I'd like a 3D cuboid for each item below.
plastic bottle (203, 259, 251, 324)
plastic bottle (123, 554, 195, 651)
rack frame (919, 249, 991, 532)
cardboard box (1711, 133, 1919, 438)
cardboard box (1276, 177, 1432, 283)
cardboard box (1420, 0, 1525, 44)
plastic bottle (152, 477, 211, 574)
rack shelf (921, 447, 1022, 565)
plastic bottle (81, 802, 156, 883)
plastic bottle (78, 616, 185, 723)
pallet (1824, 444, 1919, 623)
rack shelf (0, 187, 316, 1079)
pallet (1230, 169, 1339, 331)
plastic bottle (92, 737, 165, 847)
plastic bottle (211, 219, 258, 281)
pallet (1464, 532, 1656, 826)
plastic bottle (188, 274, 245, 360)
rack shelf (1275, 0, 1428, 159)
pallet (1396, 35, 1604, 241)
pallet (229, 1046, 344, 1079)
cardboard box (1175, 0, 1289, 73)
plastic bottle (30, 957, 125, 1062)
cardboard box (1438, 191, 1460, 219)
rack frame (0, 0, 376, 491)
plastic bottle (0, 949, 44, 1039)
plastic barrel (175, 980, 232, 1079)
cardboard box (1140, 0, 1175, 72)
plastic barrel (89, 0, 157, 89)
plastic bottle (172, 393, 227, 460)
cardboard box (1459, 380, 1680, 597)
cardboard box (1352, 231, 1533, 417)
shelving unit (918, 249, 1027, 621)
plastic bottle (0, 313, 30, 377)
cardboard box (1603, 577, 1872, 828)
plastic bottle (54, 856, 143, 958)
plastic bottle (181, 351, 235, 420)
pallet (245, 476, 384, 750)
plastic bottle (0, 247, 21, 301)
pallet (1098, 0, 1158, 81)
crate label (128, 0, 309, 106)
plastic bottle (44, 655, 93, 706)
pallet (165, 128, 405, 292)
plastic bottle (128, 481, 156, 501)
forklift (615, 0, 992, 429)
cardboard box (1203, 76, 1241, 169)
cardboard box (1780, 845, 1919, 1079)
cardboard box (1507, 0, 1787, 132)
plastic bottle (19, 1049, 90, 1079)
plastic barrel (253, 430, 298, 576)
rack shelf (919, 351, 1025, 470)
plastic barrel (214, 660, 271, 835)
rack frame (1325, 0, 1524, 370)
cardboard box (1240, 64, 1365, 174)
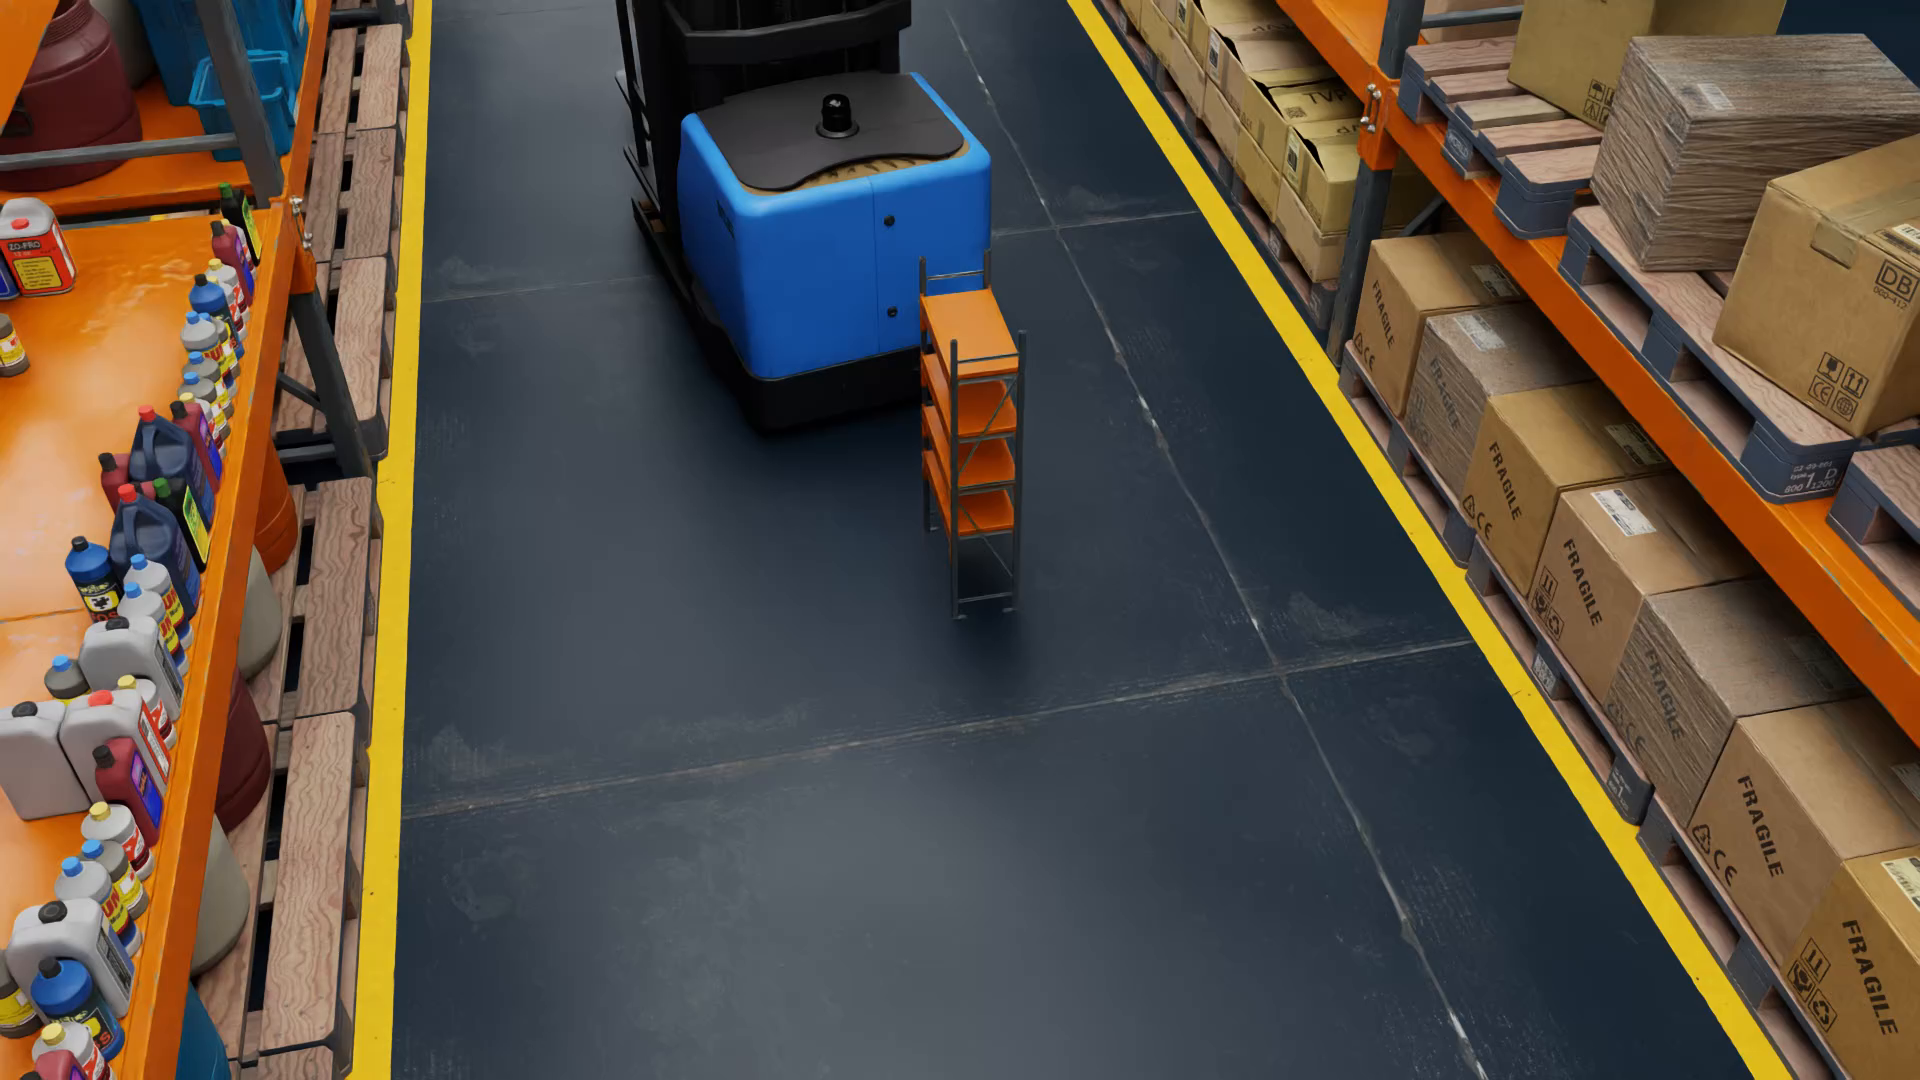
[{"bbox_3d":[-2.204,-0.748,4.983,0.097,0.201,0.097,0,42,0],"label":"plastic bottle"},{"bbox_3d":[-1.898,0.143,3.926,0.097,0.271,0.097,0,42,0],"label":"plastic bottle"},{"bbox_3d":[-0.017,-0.500,5.909,0.240,1.200,0.015,-8,42,-9],"label":"rack frame"},{"bbox_3d":[2.495,-0.696,4.382,0.700,0.500,0.500,-19,45,-20],"label":"cardboard box"},{"bbox_3d":[1.721,-1.392,7.314,0.500,0.250,0.500,-7,42,-8],"label":"cardboard box"},{"bbox_3d":[2.037,-2.166,6.498,0.500,0.311,0.500,-6,42,-7],"label":"cardboard box"},{"bbox_3d":[-1.945,-0.058,4.144,0.061,0.283,0.133,-8,42,-9],"label":"plastic bottle"},{"bbox_3d":[0.036,-0.143,5.907,0.258,0.148,0.480,-8,42,-9],"label":"rack shelf"},{"bbox_3d":[-1.748,0.620,3.442,0.097,0.201,0.097,0,42,0],"label":"plastic bottle"},{"bbox_3d":[-1.879,0.284,3.764,0.152,0.276,0.135,-8,42,-9],"label":"plastic bottle"},{"bbox_3d":[2.871,0.173,3.940,1.003,0.211,1.213,-8,42,-9],"label":"pallet"},{"bbox_3d":[-2.333,0.315,4.177,1.077,0.370,4.000,-8,42,-9],"label":"rack shelf"},{"bbox_3d":[1.933,-1.454,7.729,1.003,0.211,1.213,-8,42,-9],"label":"pallet"},{"bbox_3d":[-1.755,0.512,3.502,0.061,0.283,0.133,-8,42,-9],"label":"plastic bottle"},{"bbox_3d":[-2.253,-0.897,5.151,0.097,0.201,0.097,0,42,0],"label":"plastic bottle"},{"bbox_3d":[2.457,0.364,5.681,1.003,0.211,1.213,-8,42,-9],"label":"pallet"},{"bbox_3d":[-2.162,-0.648,4.817,0.097,0.271,0.097,0,42,0],"label":"plastic bottle"},{"bbox_3d":[1.641,-2.985,7.895,1.077,0.370,4.000,-8,42,-9],"label":"rack shelf"},{"bbox_3d":[2.288,-1.456,5.776,1.213,0.211,1.003,-8,42,-9],"label":"pallet"},{"bbox_3d":[-2.027,1.879,3.974,1.003,0.211,1.213,-8,42,-9],"label":"pallet"},{"bbox_3d":[1.389,-2.589,8.239,0.500,0.311,0.500,-7,42,-8],"label":"cardboard box"},{"bbox_3d":[-1.656,0.870,3.107,0.097,0.271,0.097,0,42,0],"label":"plastic bottle"},{"bbox_3d":[2.247,-1.678,7.213,0.500,0.311,0.500,-7,42,-8],"label":"cardboard box"},{"bbox_3d":[-2.764,-1.250,5.399,1.000,3.000,0.127,-8,42,-9],"label":"rack frame"},{"bbox_3d":[-1.826,0.855,3.177,0.097,0.201,0.097,0,42,0],"label":"plastic bottle"},{"bbox_3d":[-2.155,1.156,3.952,0.600,0.901,0.708,-8,42,-9],"label":"plastic barrel"},{"bbox_3d":[1.278,-2.715,8.804,0.500,0.250,0.500,-10,42,-11],"label":"cardboard box"},{"bbox_3d":[-3.195,-1.928,6.078,0.421,0.512,0.421,0,42,0],"label":"plastic barrel"},{"bbox_3d":[-2.057,-0.306,4.485,0.097,0.201,0.097,0,42,0],"label":"plastic bottle"},{"bbox_3d":[2.114,-0.187,5.753,0.500,0.500,0.500,-9,42,-10],"label":"cardboard box"},{"bbox_3d":[1.892,-0.851,6.501,0.500,0.500,0.500,-7,42,-7],"label":"cardboard box"},{"bbox_3d":[0.036,-0.341,5.731,0.258,1.200,0.503,-8,42,-9],"label":"shelving unit"},{"bbox_3d":[-2.769,-0.579,4.793,0.097,0.201,0.097,0,42,0],"label":"plastic bottle"},{"bbox_3d":[2.344,0.480,5.001,0.500,0.500,0.500,-8,42,-9],"label":"cardboard box"},{"bbox_3d":[-1.706,0.720,3.276,0.097,0.271,0.097,0,42,0],"label":"plastic bottle"},{"bbox_3d":[-2.099,-0.432,4.627,0.097,0.201,0.097,0,42,0],"label":"plastic bottle"},{"bbox_3d":[-2.554,0.298,5.756,1.003,0.211,1.213,-8,42,-9],"label":"pallet"},{"bbox_3d":[-2.987,-0.877,5.072,0.152,0.276,0.135,-8,42,-9],"label":"plastic bottle"},{"bbox_3d":[1.407,-3.036,9.511,1.003,0.211,1.213,-8,42,-9],"label":"pallet"},{"bbox_3d":[-2.715,-1.946,6.156,0.502,0.435,0.616,-8,42,-9],"label":"crate label"},{"bbox_3d":[-1.997,0.342,3.755,0.097,0.201,0.097,0,42,0],"label":"plastic bottle"},{"bbox_3d":[-3.154,-1.504,7.786,1.003,0.211,1.213,-8,42,-9],"label":"pallet"},{"bbox_3d":[-2.005,-0.050,4.134,0.061,0.283,0.133,-8,42,-9],"label":"plastic bottle"},{"bbox_3d":[-0.899,-2.525,6.886,1.130,2.935,3.031,-16,44,-17],"label":"forklift"},{"bbox_3d":[1.501,-2.052,8.058,0.500,0.250,0.500,-7,42,-8],"label":"cardboard box"},{"bbox_3d":[2.550,1.127,4.273,0.500,0.500,0.500,-9,42,-10],"label":"cardboard box"},{"bbox_3d":[2.319,-1.760,5.581,0.700,0.500,0.500,-22,46,-23],"label":"cardboard box"},{"bbox_3d":[-1.592,1.001,2.951,0.061,0.283,0.133,-8,42,-9],"label":"plastic bottle"},{"bbox_3d":[-2.642,-0.281,5.625,0.600,0.830,0.708,-8,42,-9],"label":"plastic barrel"},{"bbox_3d":[0.036,-0.458,5.627,0.258,0.148,0.480,-8,42,-9],"label":"rack shelf"},{"bbox_3d":[-2.398,0.541,4.881,0.600,0.588,0.708,-8,42,-9],"label":"plastic barrel"},{"bbox_3d":[2.073,-1.958,6.196,1.000,3.000,0.127,-8,42,-9],"label":"rack frame"},{"bbox_3d":[1.601,-1.936,7.504,0.500,0.311,0.500,-9,42,-10],"label":"cardboard box"}]
